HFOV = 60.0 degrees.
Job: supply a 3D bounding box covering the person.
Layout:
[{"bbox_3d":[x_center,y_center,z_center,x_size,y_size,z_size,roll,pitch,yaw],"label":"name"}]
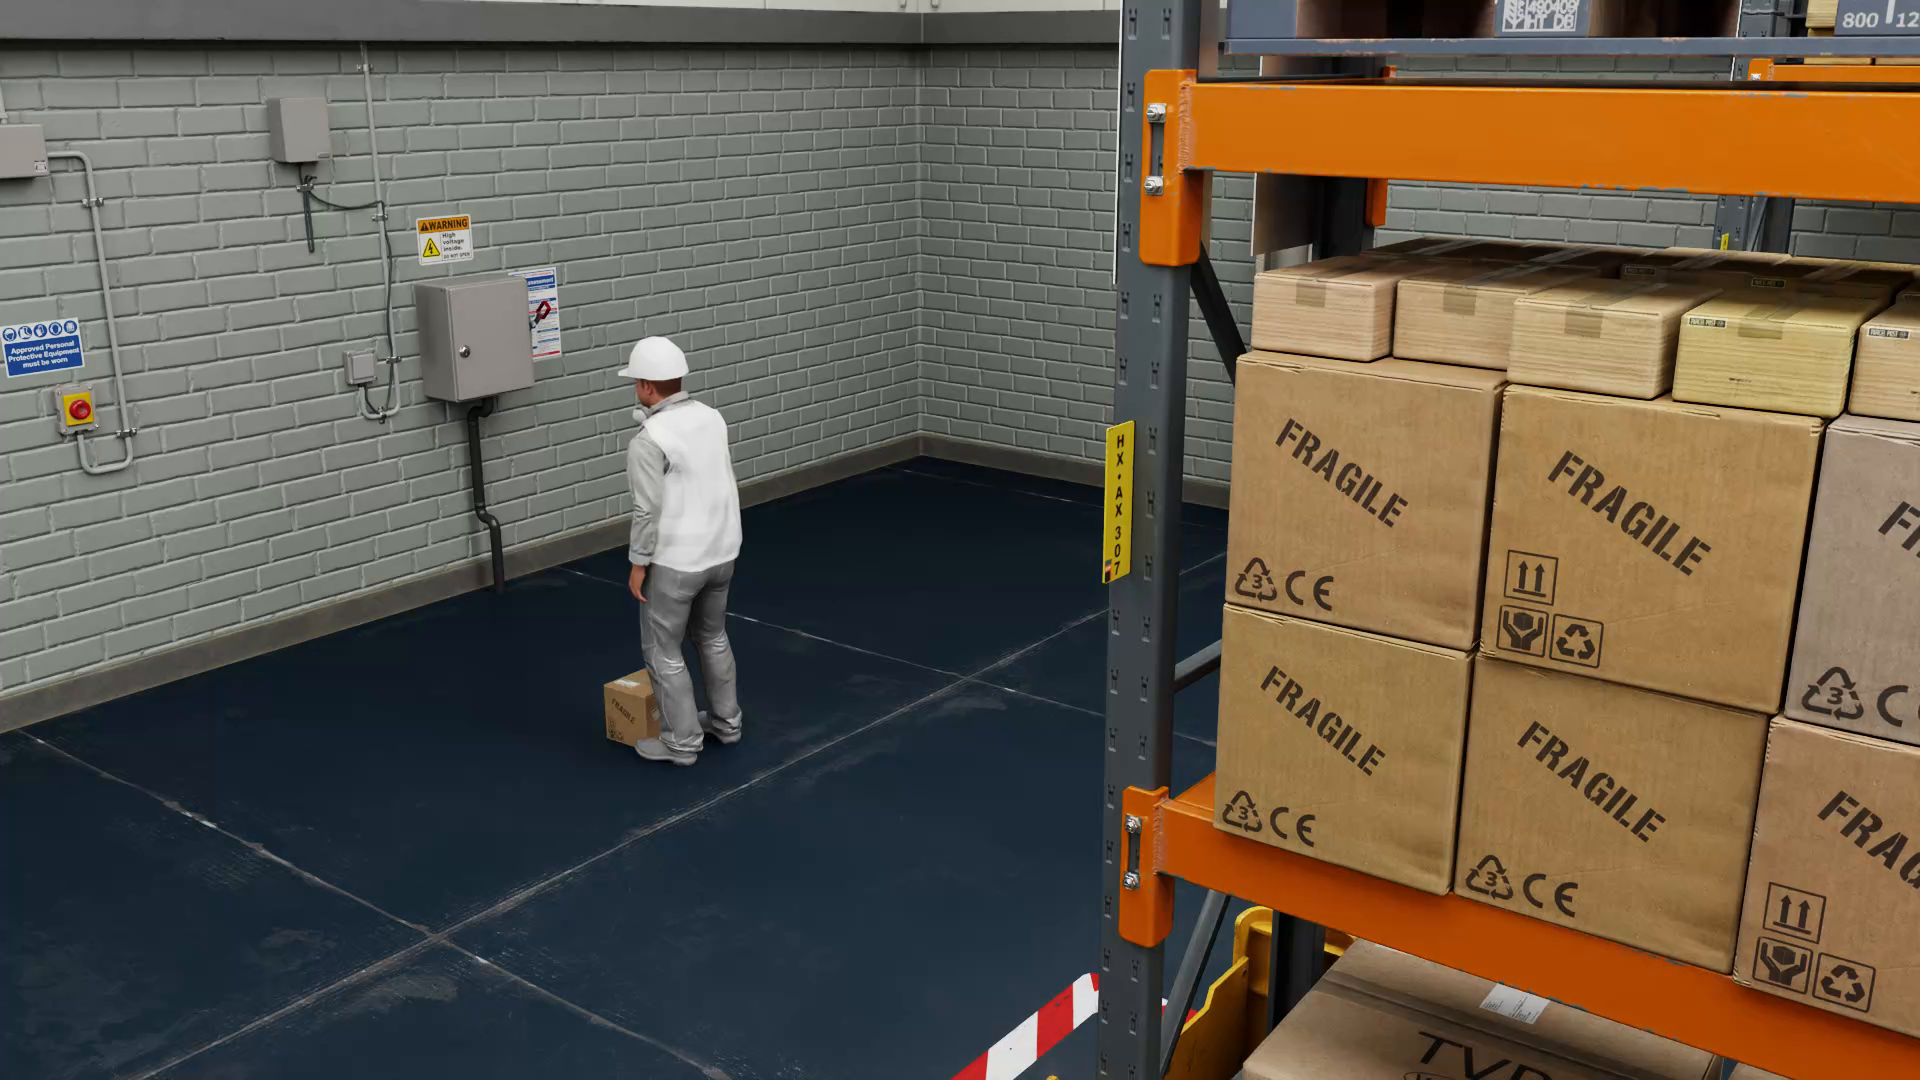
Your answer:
[{"bbox_3d":[-1.143,0.047,6.833,0.463,1.770,0.584,11,19,32],"label":"person"}]
